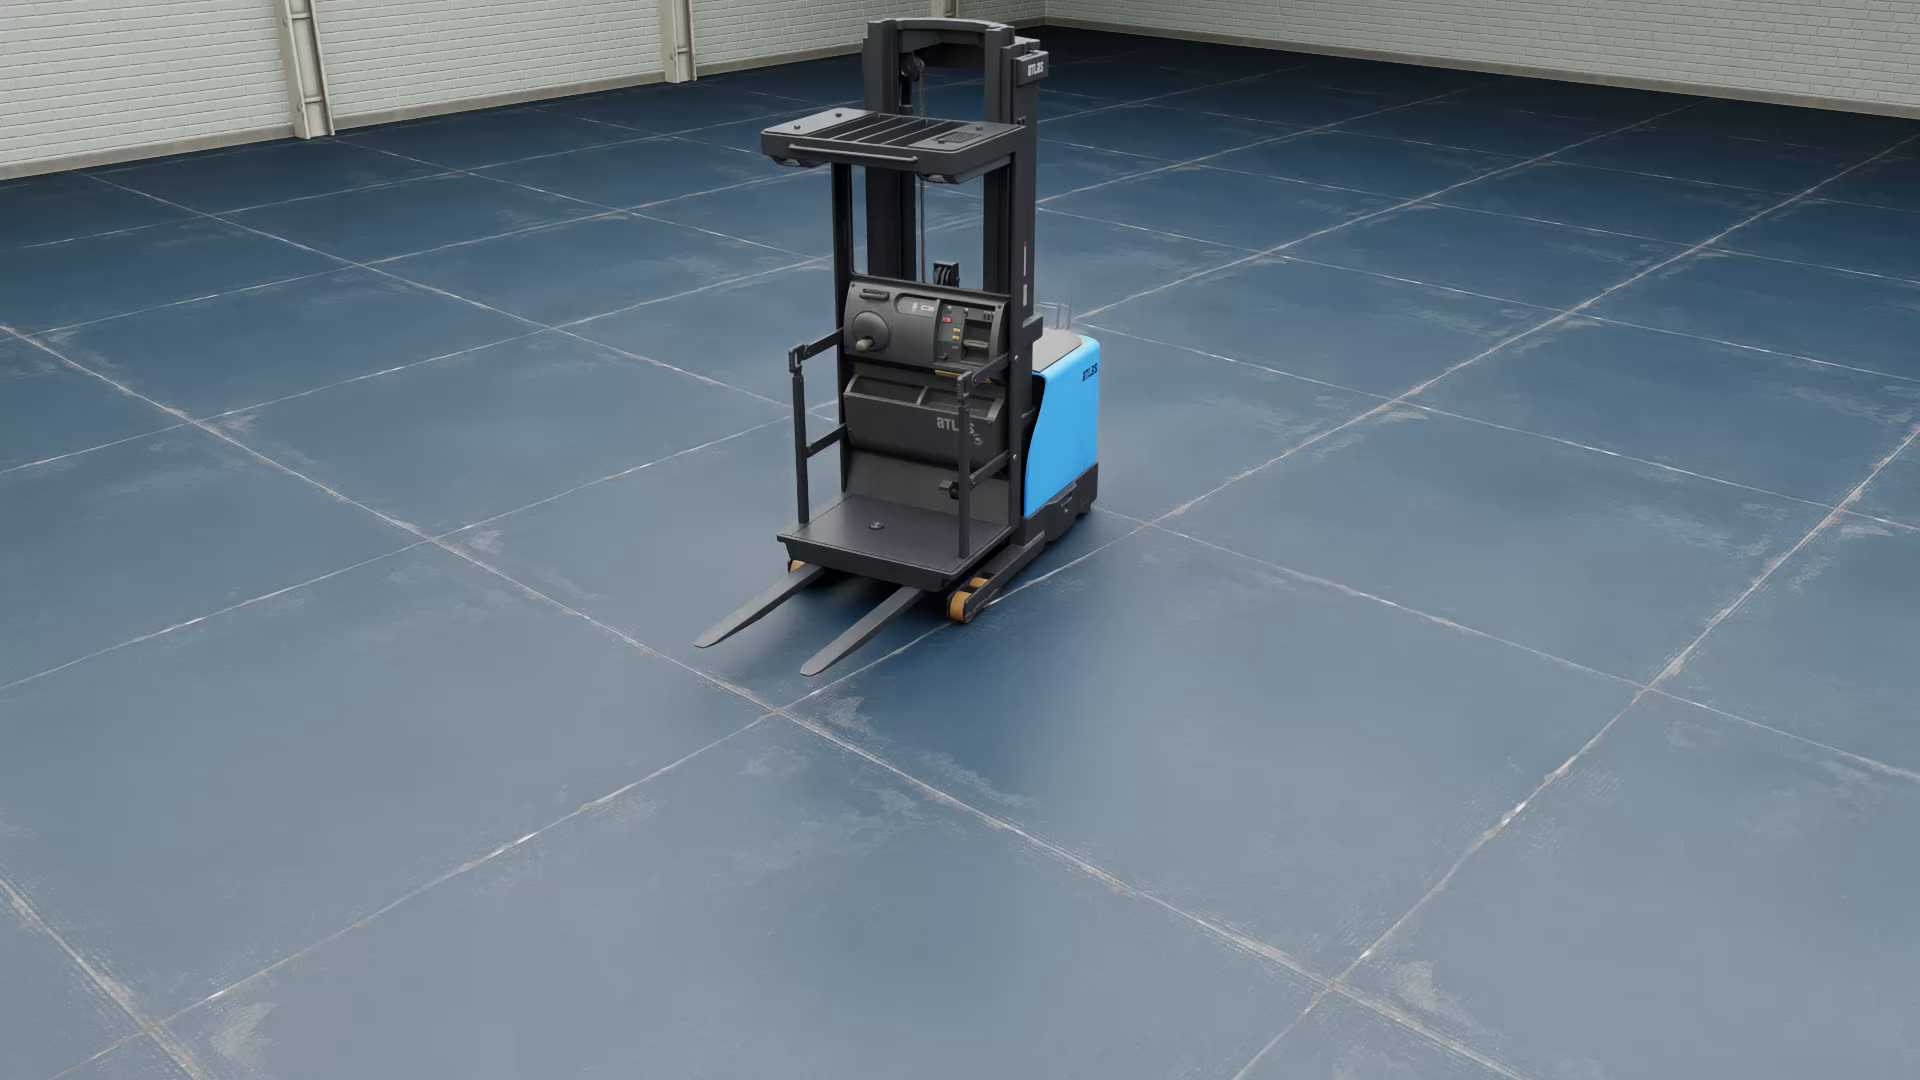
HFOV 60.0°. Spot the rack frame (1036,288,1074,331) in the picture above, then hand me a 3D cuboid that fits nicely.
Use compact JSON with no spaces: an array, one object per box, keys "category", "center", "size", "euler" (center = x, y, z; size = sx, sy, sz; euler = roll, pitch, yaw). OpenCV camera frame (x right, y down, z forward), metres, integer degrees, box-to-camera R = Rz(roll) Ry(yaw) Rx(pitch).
[{"category":"rack frame","center":[0.544,-0.973,10.478],"size":[0.240,1.200,0.006],"euler":[12,15,24]}]

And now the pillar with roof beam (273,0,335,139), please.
[{"category":"pillar with roof beam","center":[-5.068,-8.122,16.865],"size":[9.100,9.000,0.400],"euler":[20,31,38]}]

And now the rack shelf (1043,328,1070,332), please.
[{"category":"rack shelf","center":[0.531,-1.261,10.322],"size":[0.258,0.103,0.180],"euler":[12,15,24]}]

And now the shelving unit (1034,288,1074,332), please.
[{"category":"shelving unit","center":[0.503,-0.956,10.398],"size":[0.258,1.200,0.189],"euler":[12,15,24]}]

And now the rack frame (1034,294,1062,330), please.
[{"category":"rack frame","center":[0.463,-0.940,10.318],"size":[0.240,1.200,0.006],"euler":[12,15,24]}]

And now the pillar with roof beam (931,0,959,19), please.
[{"category":"pillar with roof beam","center":[2.941,-11.778,25.019],"size":[9.100,9.000,0.400],"euler":[20,31,38]}]

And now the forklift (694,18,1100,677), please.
[{"category":"forklift","center":[-0.294,-1.109,8.641],"size":[1.130,2.935,3.031],"euler":[12,27,25]}]

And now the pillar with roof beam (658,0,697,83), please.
[{"category":"pillar with roof beam","center":[-1.063,-9.950,20.942],"size":[9.100,9.000,0.400],"euler":[20,31,38]}]
